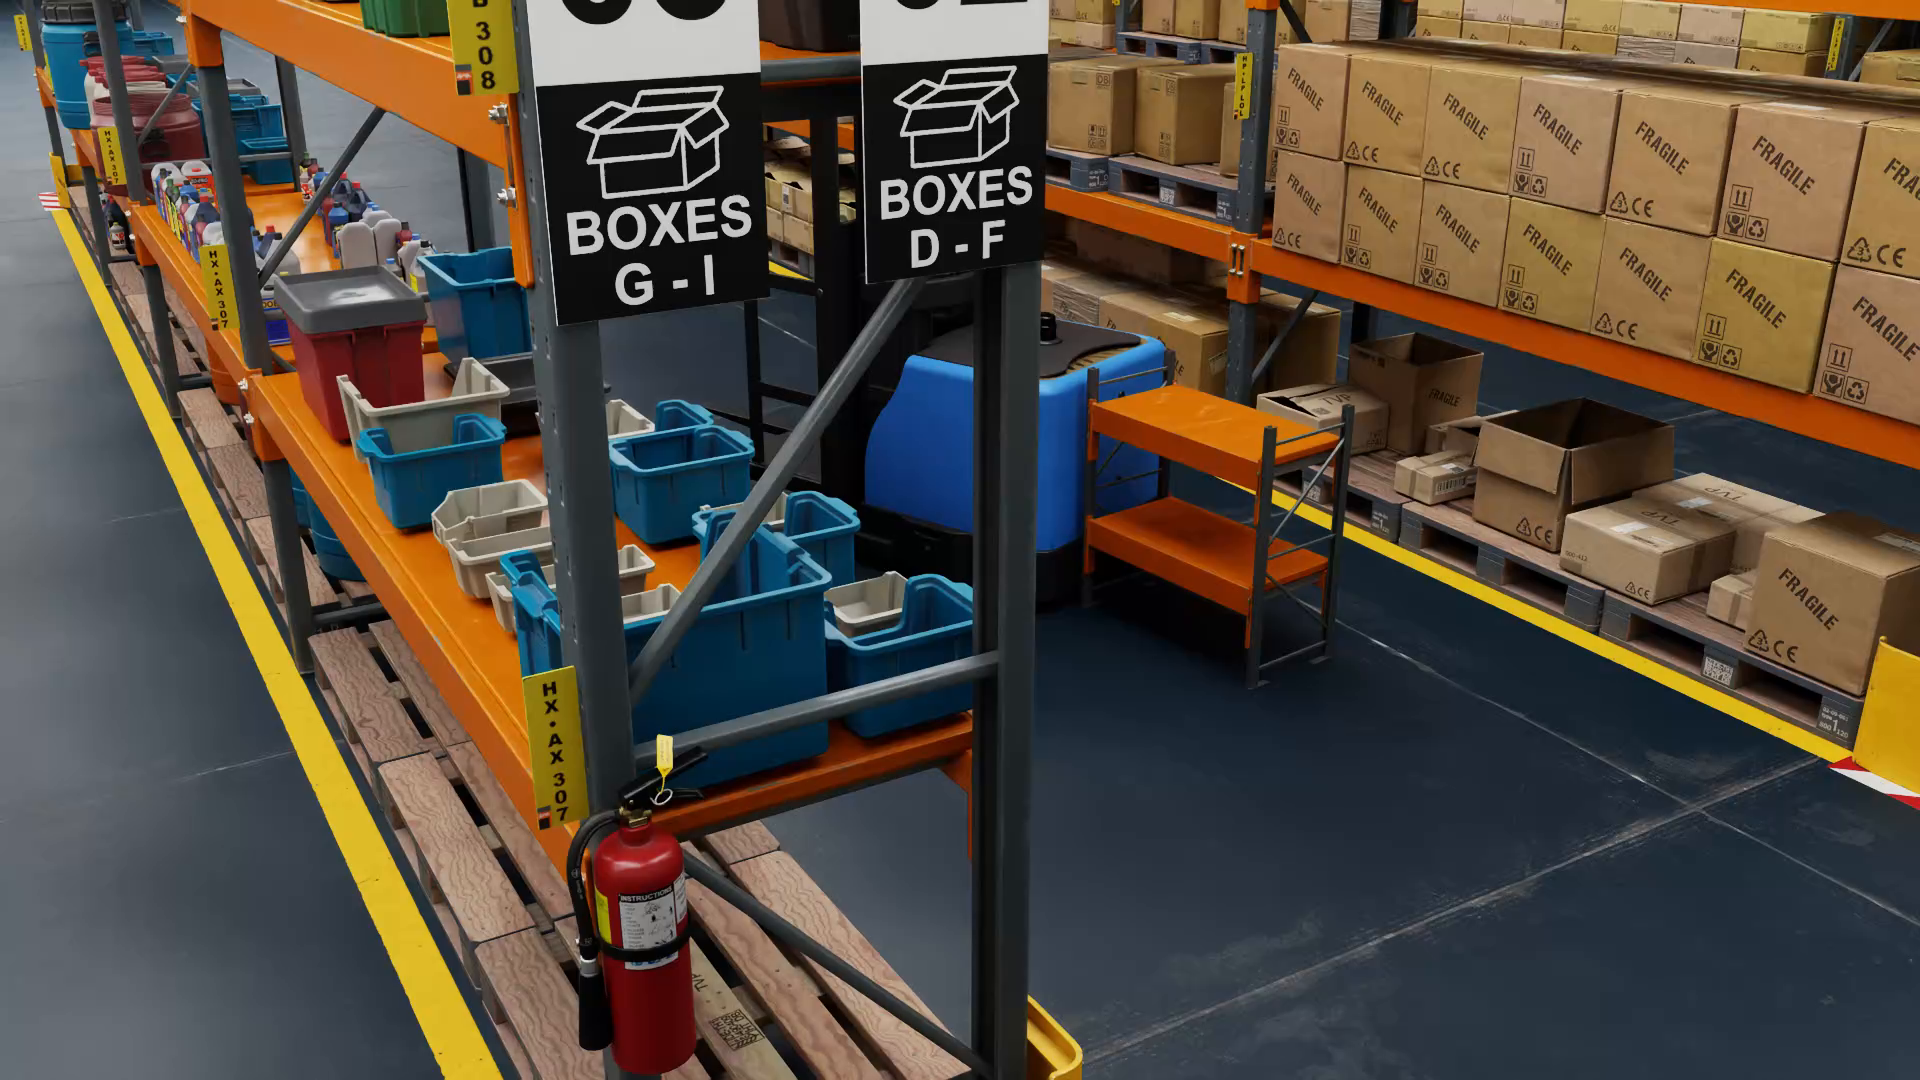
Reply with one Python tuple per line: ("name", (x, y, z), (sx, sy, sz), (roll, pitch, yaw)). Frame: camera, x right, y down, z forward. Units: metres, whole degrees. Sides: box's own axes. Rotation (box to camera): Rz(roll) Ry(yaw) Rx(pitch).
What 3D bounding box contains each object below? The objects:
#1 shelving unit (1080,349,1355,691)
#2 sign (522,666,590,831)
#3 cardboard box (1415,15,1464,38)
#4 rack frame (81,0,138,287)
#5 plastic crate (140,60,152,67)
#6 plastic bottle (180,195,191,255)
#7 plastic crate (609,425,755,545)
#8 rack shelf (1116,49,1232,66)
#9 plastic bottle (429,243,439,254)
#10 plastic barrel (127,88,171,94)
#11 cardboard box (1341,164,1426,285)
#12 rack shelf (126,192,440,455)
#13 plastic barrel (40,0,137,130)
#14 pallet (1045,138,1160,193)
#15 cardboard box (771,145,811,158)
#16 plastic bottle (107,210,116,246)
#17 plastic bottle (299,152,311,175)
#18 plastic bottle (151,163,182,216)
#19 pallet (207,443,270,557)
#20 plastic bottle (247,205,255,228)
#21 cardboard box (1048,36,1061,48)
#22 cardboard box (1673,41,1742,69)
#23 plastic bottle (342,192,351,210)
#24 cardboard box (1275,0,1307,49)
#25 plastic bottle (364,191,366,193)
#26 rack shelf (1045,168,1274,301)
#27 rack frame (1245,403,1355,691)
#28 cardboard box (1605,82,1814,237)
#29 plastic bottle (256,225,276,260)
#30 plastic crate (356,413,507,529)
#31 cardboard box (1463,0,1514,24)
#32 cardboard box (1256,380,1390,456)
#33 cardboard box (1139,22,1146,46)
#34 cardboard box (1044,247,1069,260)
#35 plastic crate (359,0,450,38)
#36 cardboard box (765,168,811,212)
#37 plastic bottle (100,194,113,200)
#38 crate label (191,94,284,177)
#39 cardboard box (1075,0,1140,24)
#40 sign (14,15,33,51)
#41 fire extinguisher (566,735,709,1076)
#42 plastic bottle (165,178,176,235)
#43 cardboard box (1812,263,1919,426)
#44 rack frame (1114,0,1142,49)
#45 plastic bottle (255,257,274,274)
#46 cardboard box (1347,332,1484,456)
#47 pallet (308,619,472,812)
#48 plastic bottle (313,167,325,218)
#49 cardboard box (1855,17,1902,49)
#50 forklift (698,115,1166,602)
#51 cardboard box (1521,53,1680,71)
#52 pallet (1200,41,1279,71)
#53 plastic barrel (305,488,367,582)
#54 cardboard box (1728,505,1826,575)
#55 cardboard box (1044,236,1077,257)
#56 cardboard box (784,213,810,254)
("shelving unit", (1.064, -0.118, 7.108), (0.538, 1.125, 1.048), (-16, 27, -35))
("sign", (-0.762, 0.395, 3.139), (0.100, 0.325, 0.005), (-13, 25, -28))
("cardboard box", (4.162, -4.123, 13.916), (0.500, 0.500, 0.500), (-12, 25, -27))
("rack frame", (-6.427, -3.525, 13.000), (1.000, 3.000, 0.127), (-13, 25, -28))
("plastic crate", (-6.585, -3.690, 13.489), (0.767, 0.338, 0.504), (-13, 25, -28))
("plastic bottle", (-3.889, -1.591, 8.397), (0.061, 0.283, 0.133), (-13, 25, -28))
("plastic crate", (-0.813, -0.160, 4.865), (0.416, 0.233, 0.300), (-13, 25, -28))
("rack shelf", (3.112, -4.450, 16.231), (1.077, 0.370, 4.000), (-13, 25, -28))
("plastic bottle", (-2.353, -1.185, 7.414), (0.097, 0.271, 0.097), (0, 22, 0))
("plastic barrel", (-5.093, -2.574, 10.512), (0.421, 0.512, 0.421), (0, 22, 0))
("cardboard box", (2.210, -1.551, 8.010), (0.500, 0.500, 0.500), (-12, 25, -27))
("rack shelf", (-3.362, -1.249, 8.357), (1.077, 0.370, 4.000), (-13, 25, -28))
("plastic barrel", (-6.490, -3.574, 12.455), (0.600, 0.901, 0.708), (-13, 25, -28))
("pallet", (0.874, -2.464, 10.645), (1.003, 0.211, 1.213), (-13, 25, -28))
("cardboard box", (-1.442, -3.414, 15.076), (0.500, 0.311, 0.500), (-12, 25, -27))
("plastic bottle", (-6.956, -2.563, 13.656), (0.061, 0.283, 0.133), (-11, 25, -26))
("plastic bottle", (-3.810, -2.127, 9.716), (0.061, 0.283, 0.133), (-13, 25, -28))
("plastic bottle", (-4.440, -1.970, 9.340), (0.152, 0.276, 0.135), (-13, 25, -28))
("pallet", (-3.326, -0.297, 8.761), (1.003, 0.211, 1.213), (-13, 25, -28))
("plastic bottle", (-3.592, -1.577, 8.272), (0.144, 0.351, 0.185), (-13, 25, -28))
("cardboard box", (0.295, -3.240, 11.610), (0.500, 0.500, 0.700), (17, 28, 36))
("cardboard box", (5.455, -3.298, 11.889), (0.500, 0.500, 0.500), (-12, 25, -28))
("plastic bottle", (-3.116, -1.643, 8.524), (0.061, 0.283, 0.133), (-13, 25, -28))
("cardboard box", (3.229, -4.935, 15.753), (0.700, 0.500, 0.500), (-13, 25, -28))
("plastic bottle", (-3.064, -1.654, 8.553), (0.061, 0.283, 0.133), (-13, 25, -28))
("rack shelf", (0.898, -2.201, 10.698), (1.077, 0.370, 4.000), (-13, 25, -28))
("rack frame", (1.375, 0.033, 6.736), (0.500, 1.125, 0.032), (-16, 27, -35))
("cardboard box", (2.972, -1.523, 6.614), (0.500, 0.500, 0.500), (-12, 25, -27))
("plastic bottle", (-3.062, -1.235, 7.431), (0.144, 0.351, 0.185), (-13, 25, -28))
("plastic crate", (-1.566, -0.206, 4.978), (0.416, 0.233, 0.300), (-13, 25, -28))
("cardboard box", (4.419, -4.306, 13.372), (0.500, 0.250, 0.500), (-13, 25, -29))
("cardboard box", (1.949, -0.668, 8.957), (0.500, 0.311, 0.500), (-13, 25, -28))
("cardboard box", (2.035, -5.564, 18.189), (0.500, 0.250, 0.500), (-12, 25, -28))
("cardboard box", (0.388, -1.693, 11.230), (0.500, 0.500, 0.500), (-13, 25, -29))
("plastic crate", (-1.046, -1.196, 3.569), (0.450, 0.188, 0.336), (-13, 25, -28))
("cardboard box", (-1.383, -2.978, 14.004), (0.500, 0.311, 0.500), (-12, 25, -27))
("plastic bottle", (-7.346, -2.840, 14.348), (0.152, 0.276, 0.135), (-12, 25, -27))
("crate label", (-4.658, -2.620, 10.727), (0.502, 0.435, 0.616), (-13, 25, -28))
("cardboard box", (1.583, -5.811, 17.802), (0.500, 0.500, 0.500), (-13, 25, -28))
("sign", (-8.945, -4.844, 15.877), (0.100, 0.325, 0.005), (-13, 25, -28))
("fire extinguisher", (-0.611, 0.704, 3.193), (0.296, 0.674, 0.183), (-13, 25, -28))
("plastic bottle", (-4.175, -1.772, 8.842), (0.061, 0.283, 0.133), (-13, 25, -28))
("cardboard box", (3.501, -0.731, 5.994), (0.500, 0.500, 0.500), (-12, 25, -27))
("rack frame", (2.090, -5.431, 17.689), (1.000, 3.000, 0.127), (-13, 25, -28))
("plastic bottle", (-3.006, -1.062, 7.104), (0.152, 0.276, 0.135), (-13, 25, -28))
("cardboard box", (2.455, -0.803, 9.038), (0.500, 0.500, 0.500), (-13, 25, -28))
("pallet", (-1.931, 0.587, 6.587), (1.003, 0.211, 1.213), (-13, 25, -28))
("plastic bottle", (-3.549, -1.943, 9.279), (0.097, 0.271, 0.097), (0, 22, 0))
("cardboard box", (6.166, -3.581, 11.587), (0.500, 0.250, 0.500), (-12, 25, -27))
("forklift", (-0.497, -1.503, 8.117), (3.031, 2.935, 1.130), (16, 27, 35))
("cardboard box", (2.922, -1.954, 7.675), (0.500, 0.500, 0.500), (-12, 25, -28))
("pallet", (3.087, -4.680, 16.096), (1.003, 0.211, 1.213), (-13, 25, -28))
("plastic barrel", (-2.603, -0.337, 7.386), (0.600, 0.901, 0.708), (-13, 25, -28))
("cardboard box", (3.674, 0.086, 7.185), (0.500, 0.250, 0.500), (-13, 25, -28))
("cardboard box", (0.820, -1.802, 11.498), (0.500, 0.500, 0.500), (-14, 26, -30))
("cardboard box", (-1.122, -2.555, 13.709), (0.500, 0.250, 0.500), (-12, 25, -27))
